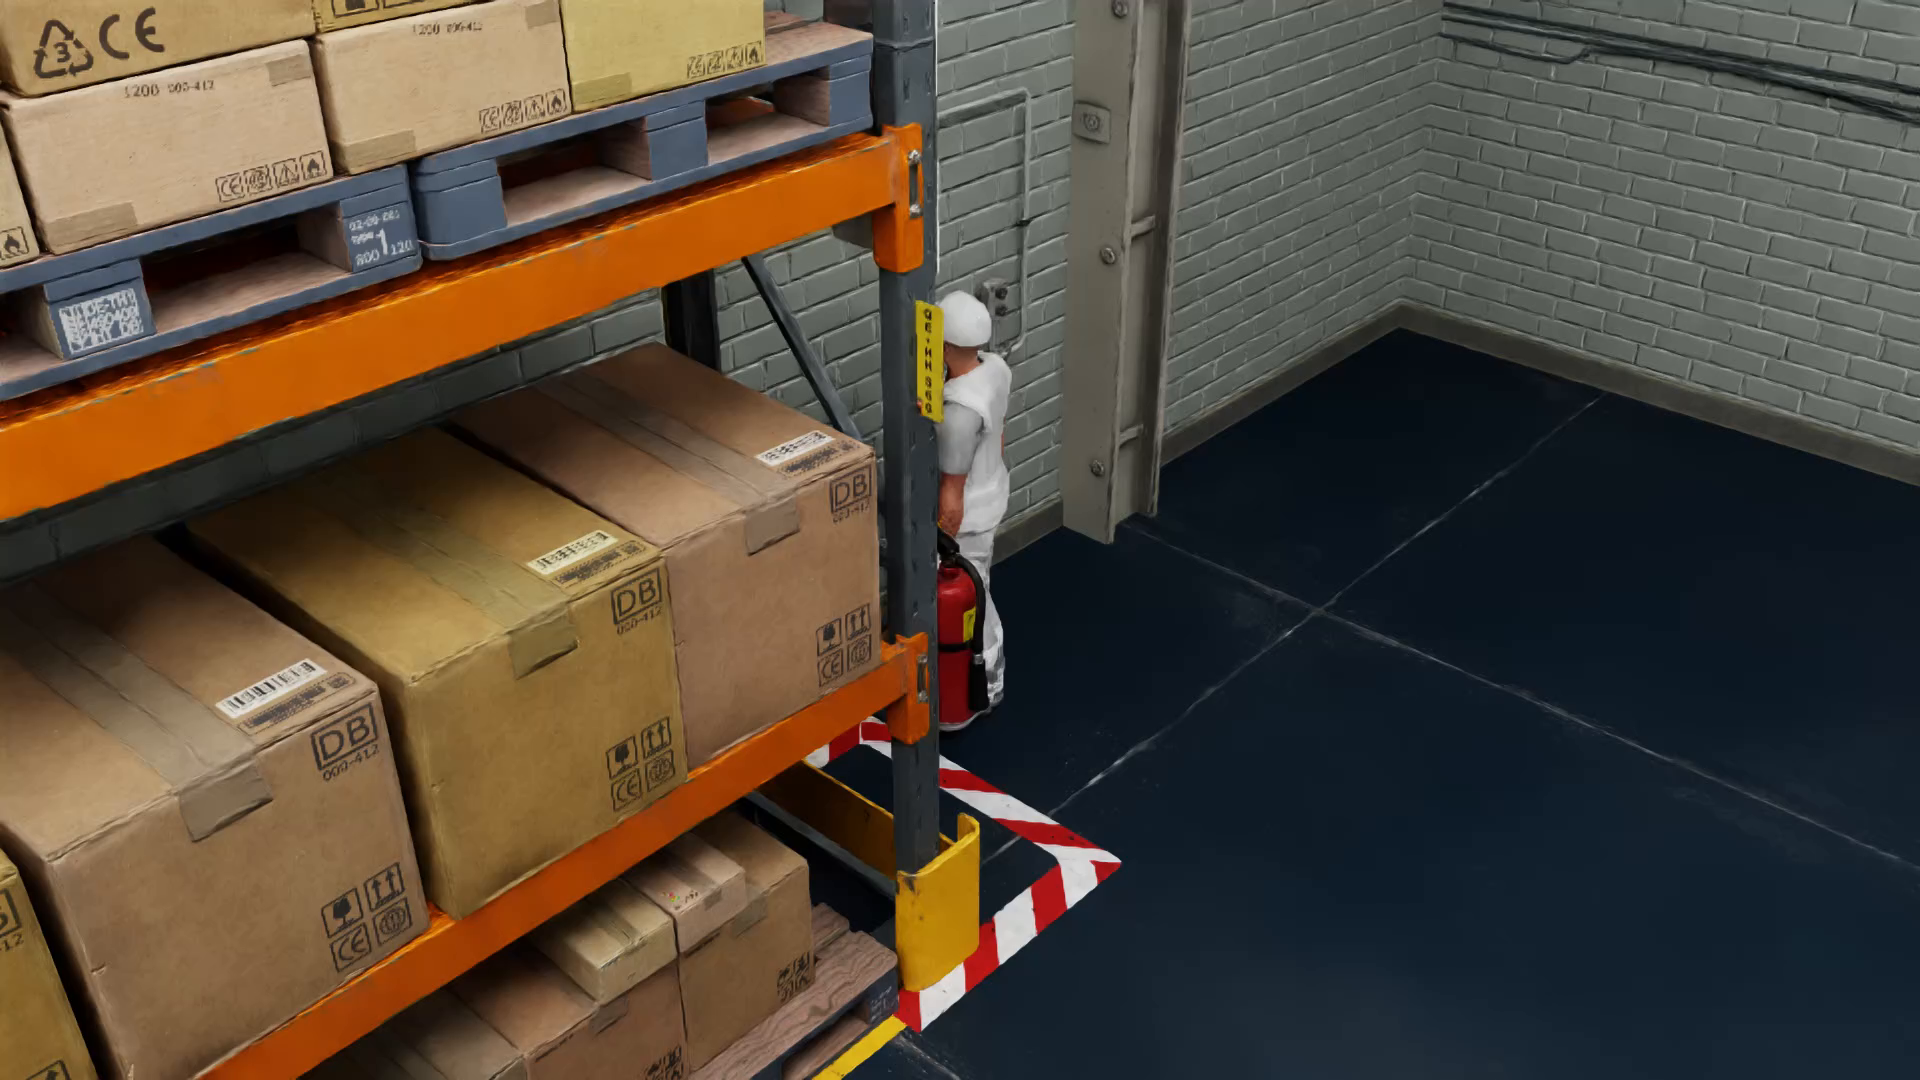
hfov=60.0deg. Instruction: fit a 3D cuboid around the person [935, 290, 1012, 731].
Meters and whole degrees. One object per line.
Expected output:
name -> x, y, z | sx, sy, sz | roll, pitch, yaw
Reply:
person -> 0.007, -0.080, 6.197 | 0.330, 1.791, 0.628 | 6, 32, 11
